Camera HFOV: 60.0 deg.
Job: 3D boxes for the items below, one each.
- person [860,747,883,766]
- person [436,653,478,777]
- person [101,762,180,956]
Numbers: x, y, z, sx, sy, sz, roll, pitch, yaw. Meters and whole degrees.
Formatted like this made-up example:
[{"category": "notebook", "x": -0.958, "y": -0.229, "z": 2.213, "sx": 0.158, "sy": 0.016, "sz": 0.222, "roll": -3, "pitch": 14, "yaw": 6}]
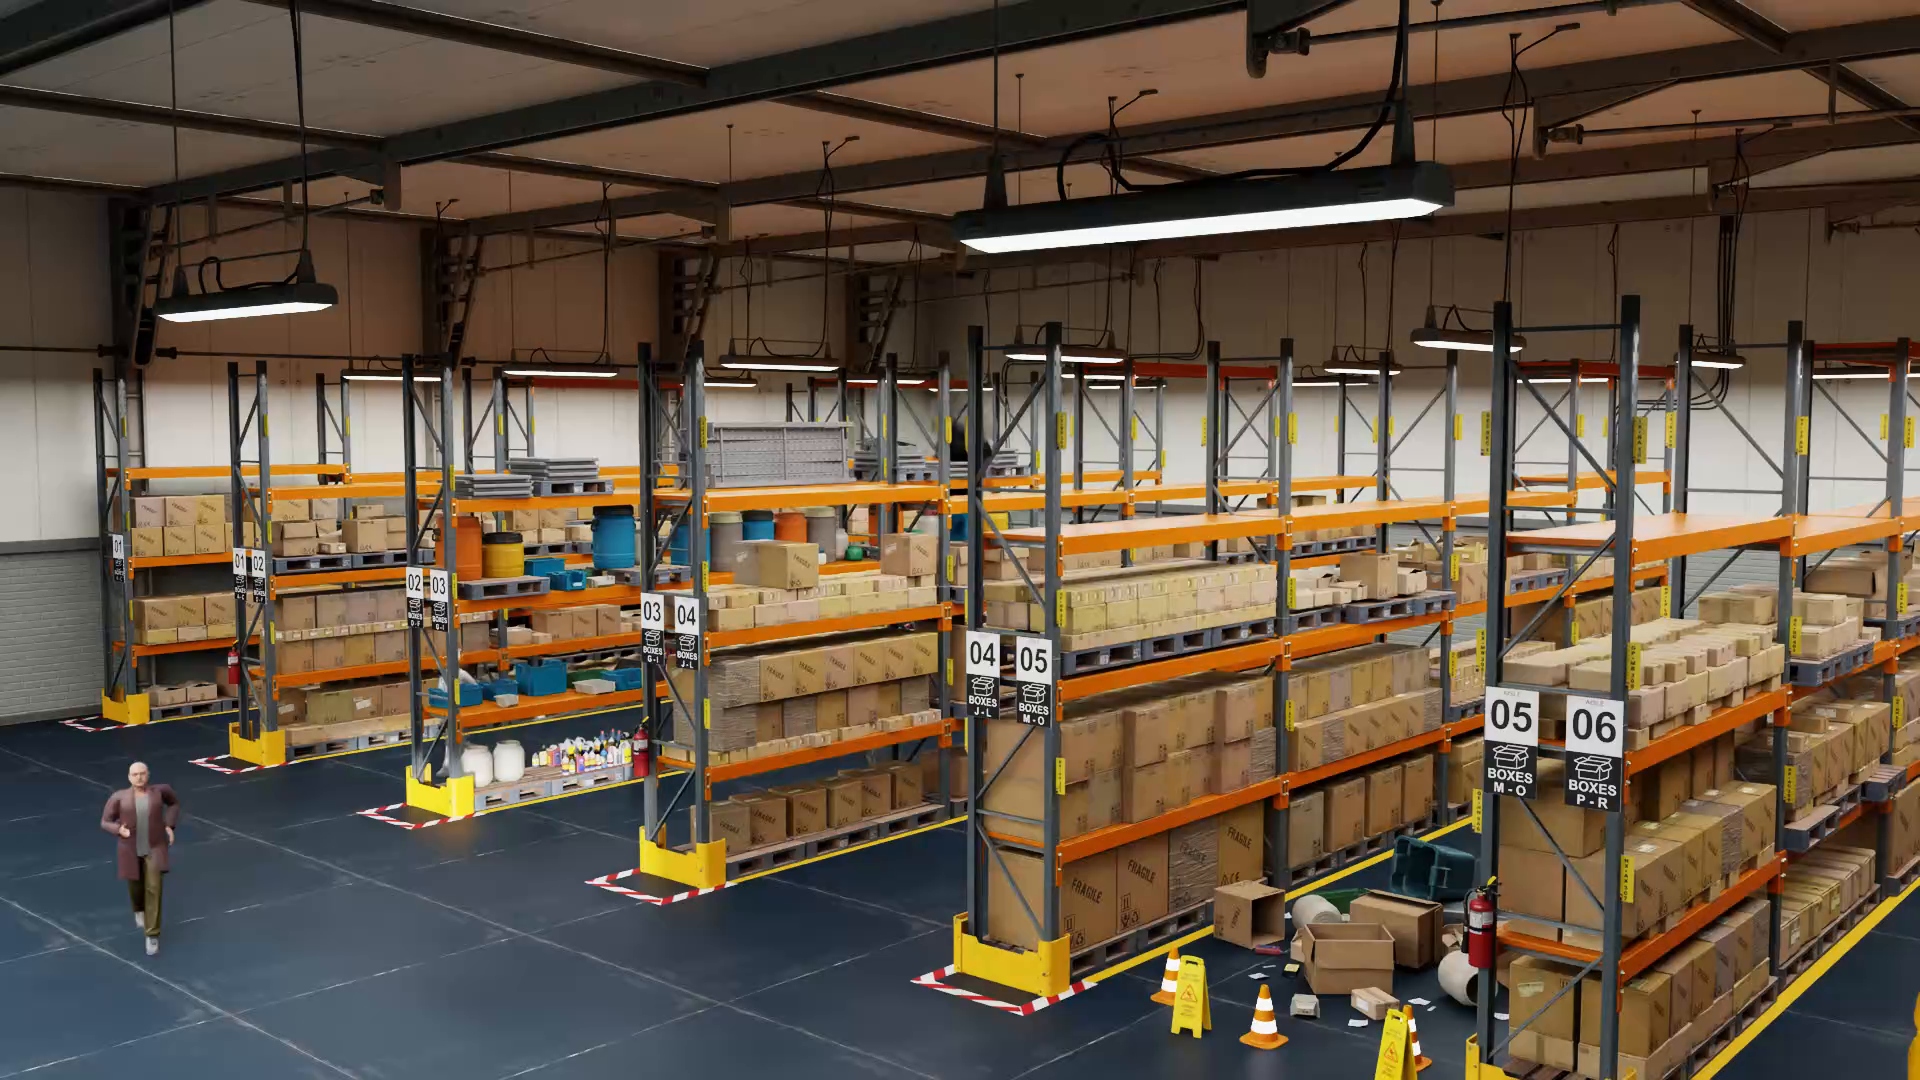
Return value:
[{"category": "person", "x": -1.281, "y": 2.592, "z": 23.753, "sx": 0.604, "sy": 1.648, "sz": 0.549, "roll": 3, "pitch": 5, "yaw": 31}, {"category": "person", "x": -7.364, "y": 2.495, "z": 24.251, "sx": 0.681, "sy": 1.793, "sz": 0.824, "roll": 3, "pitch": 5, "yaw": 31}, {"category": "person", "x": -8.022, "y": 3.065, "z": 16.311, "sx": 0.707, "sy": 1.798, "sz": 1.049, "roll": -2, "pitch": 5, "yaw": -26}]
